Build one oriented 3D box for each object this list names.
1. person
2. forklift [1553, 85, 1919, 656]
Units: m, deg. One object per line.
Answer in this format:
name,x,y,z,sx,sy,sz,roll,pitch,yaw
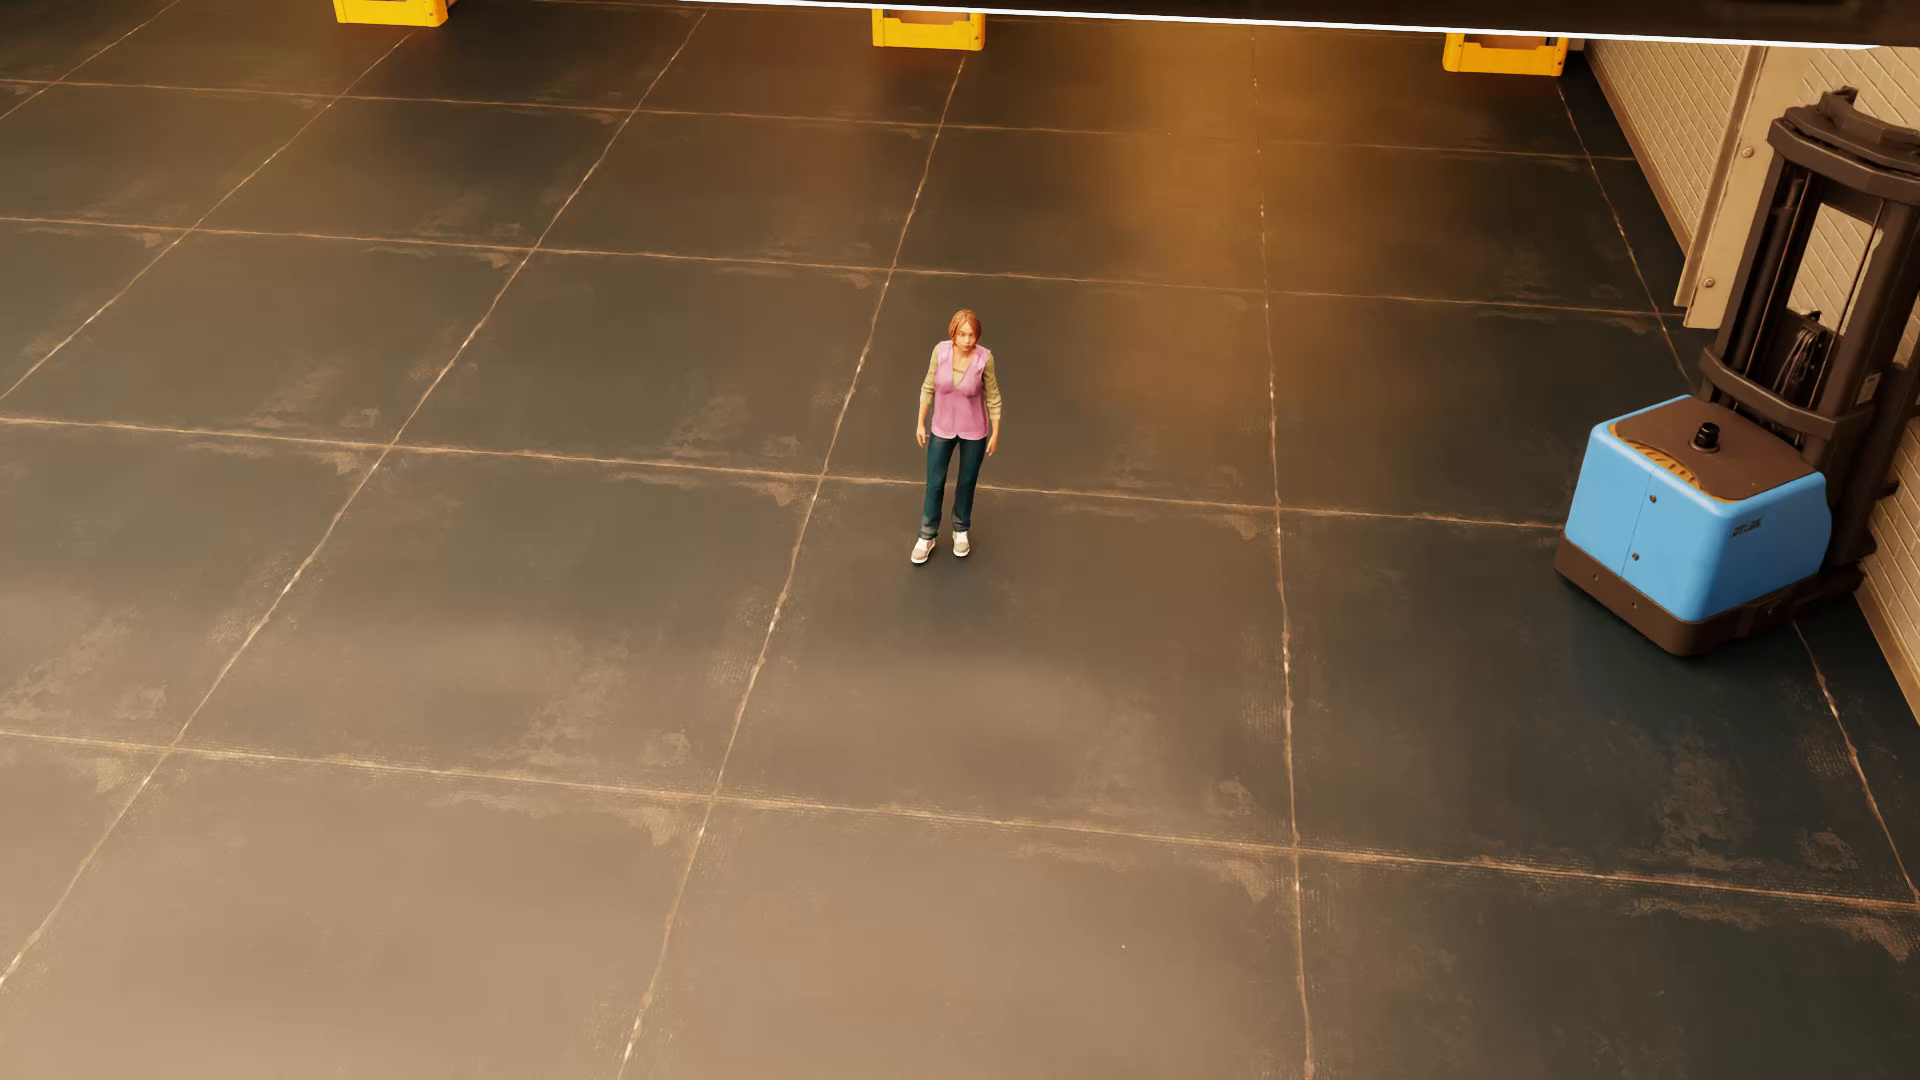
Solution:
person,-0.023,-0.598,9.971,0.520,1.574,0.476,4,37,6
forklift,5.176,-1.132,9.566,3.031,2.935,1.130,-17,40,-22
